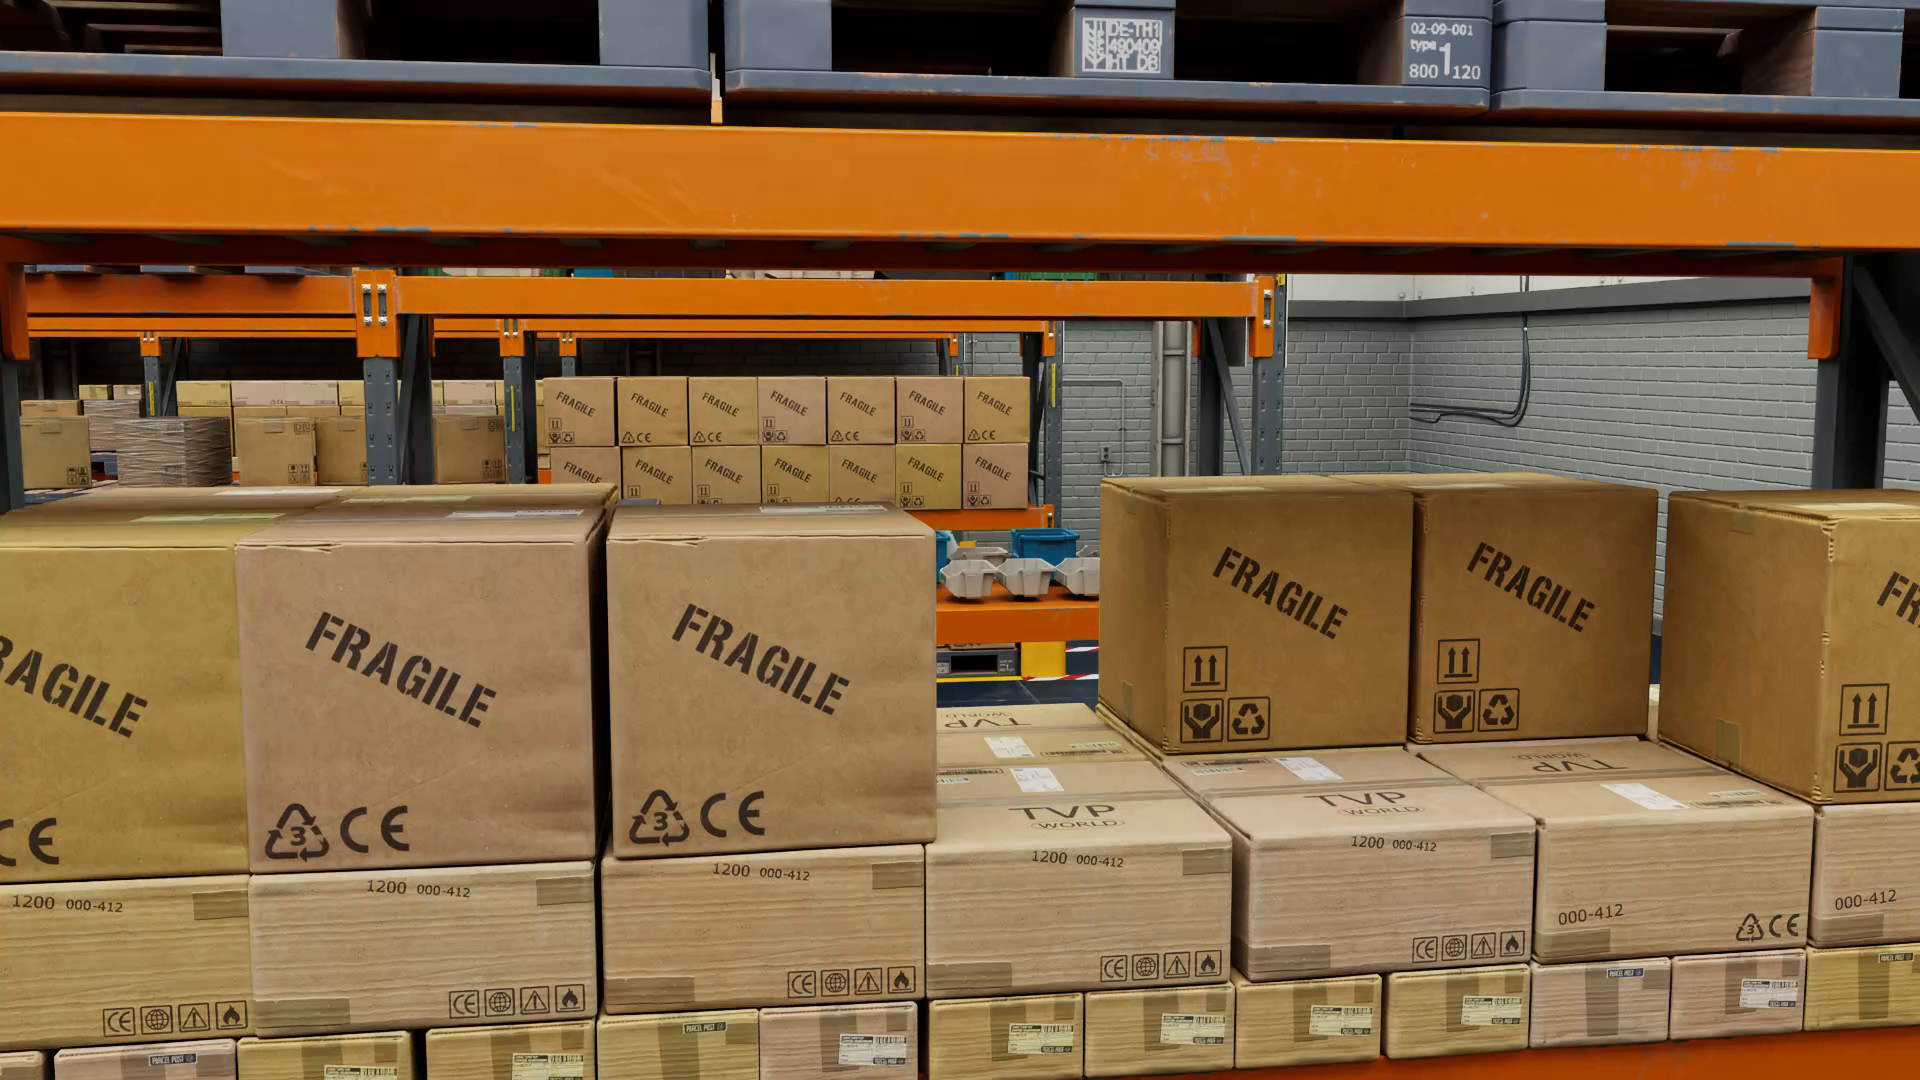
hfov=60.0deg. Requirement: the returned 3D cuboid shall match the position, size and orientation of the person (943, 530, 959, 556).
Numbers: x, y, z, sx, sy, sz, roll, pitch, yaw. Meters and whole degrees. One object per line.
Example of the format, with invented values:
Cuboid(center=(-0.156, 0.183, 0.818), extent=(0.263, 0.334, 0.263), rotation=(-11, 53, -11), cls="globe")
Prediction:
Cuboid(center=(-0.365, 0.217, 14.663), extent=(0.786, 1.263, 0.633), rotation=(-1, 6, -9), cls="person")
